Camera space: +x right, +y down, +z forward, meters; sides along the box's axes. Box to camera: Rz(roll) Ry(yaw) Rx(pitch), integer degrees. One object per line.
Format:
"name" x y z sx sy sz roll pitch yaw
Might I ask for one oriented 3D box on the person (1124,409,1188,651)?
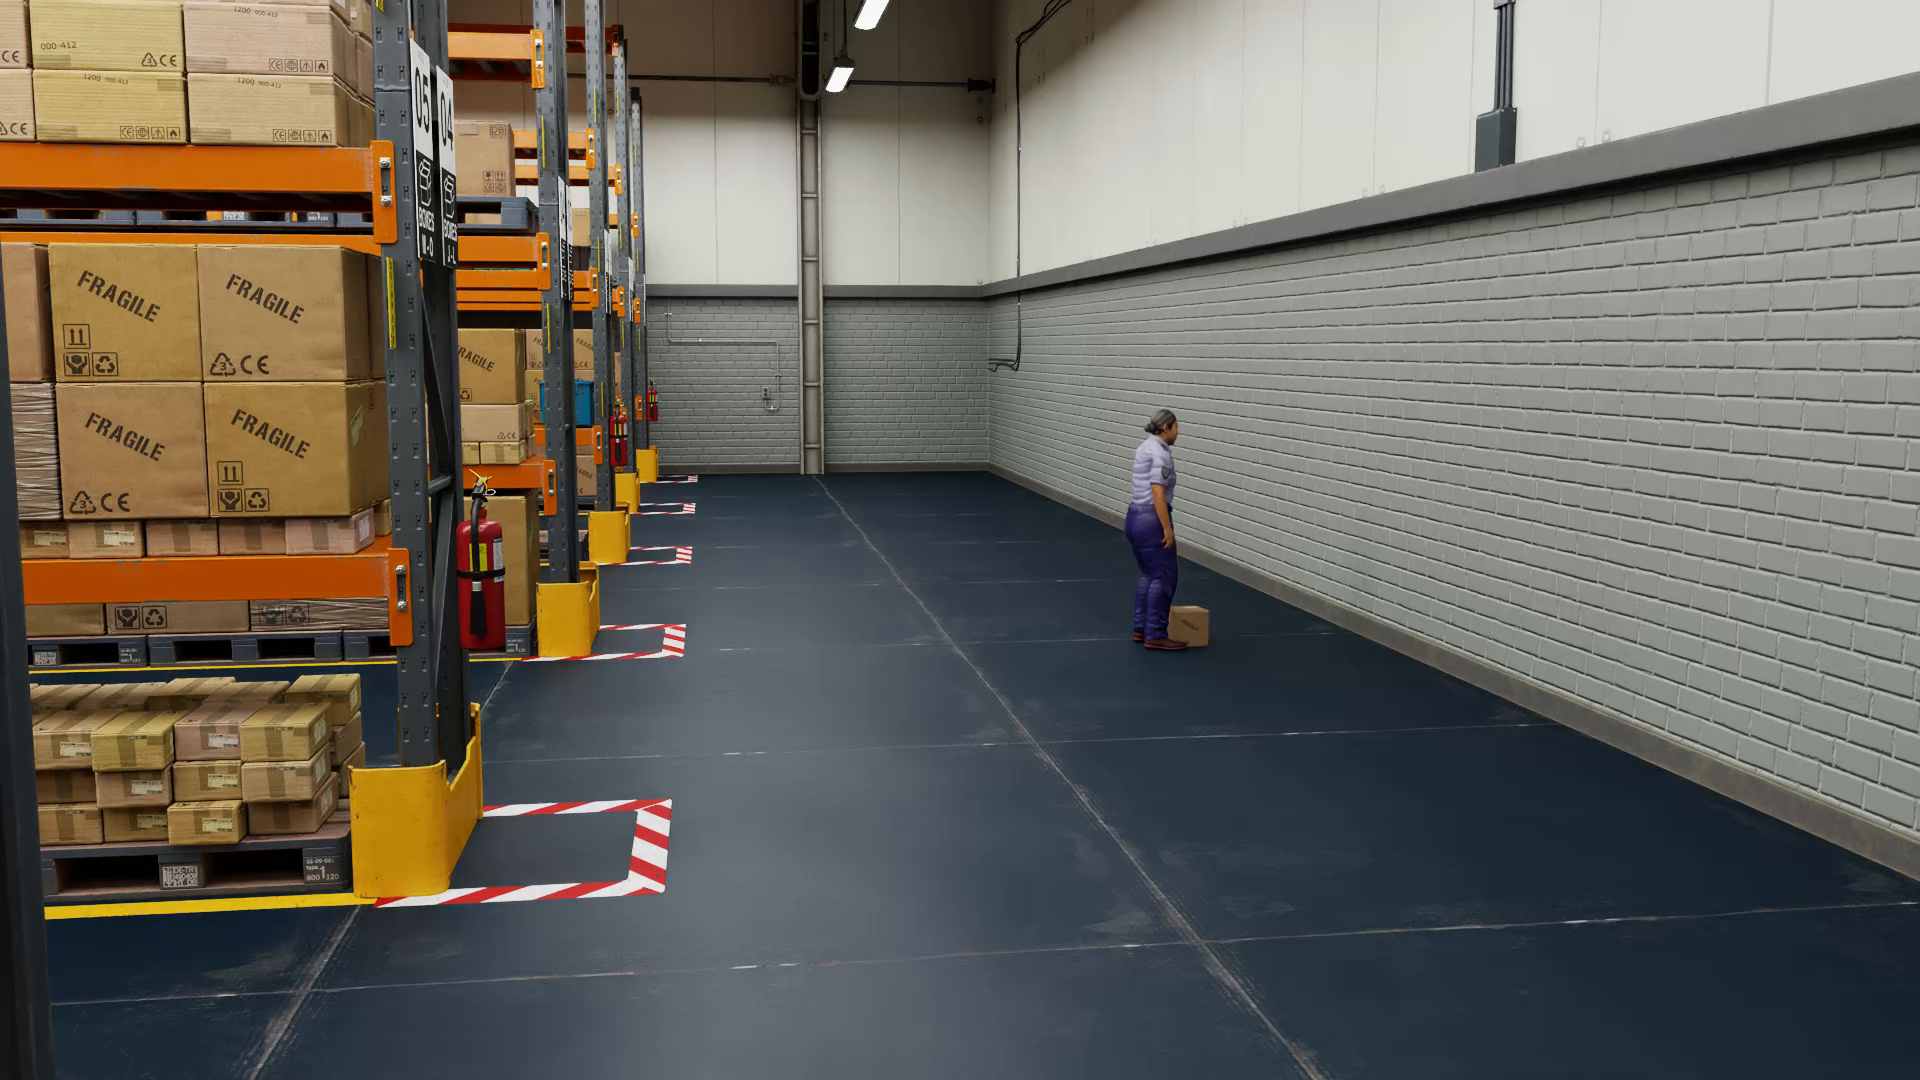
"person" 1.363 -0.082 11.590 0.363 1.650 0.548 -1 7 -11
